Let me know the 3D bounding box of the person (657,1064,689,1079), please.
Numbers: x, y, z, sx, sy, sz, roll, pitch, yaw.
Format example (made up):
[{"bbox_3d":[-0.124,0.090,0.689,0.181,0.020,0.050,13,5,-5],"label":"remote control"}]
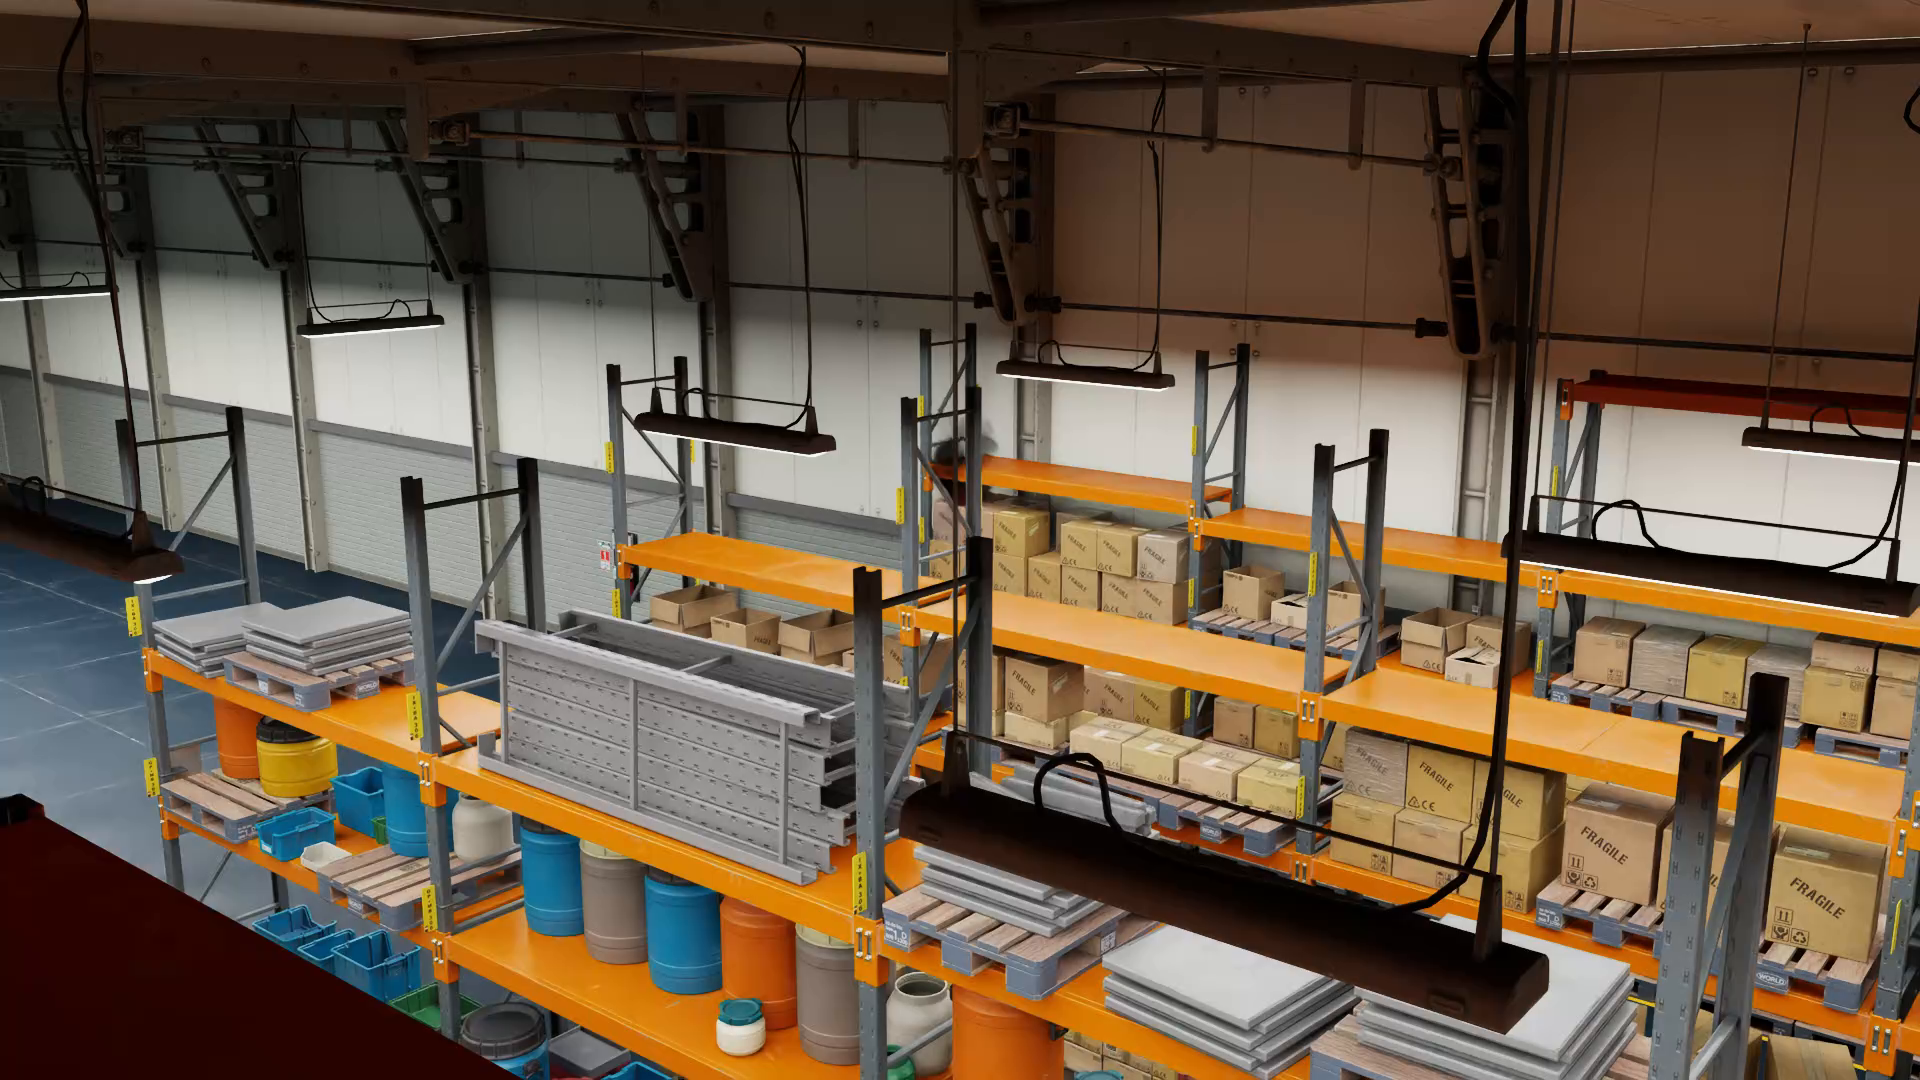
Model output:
[{"bbox_3d":[-2.353,4.208,13.789,0.561,1.685,0.665,8,15,32],"label":"person"}]
